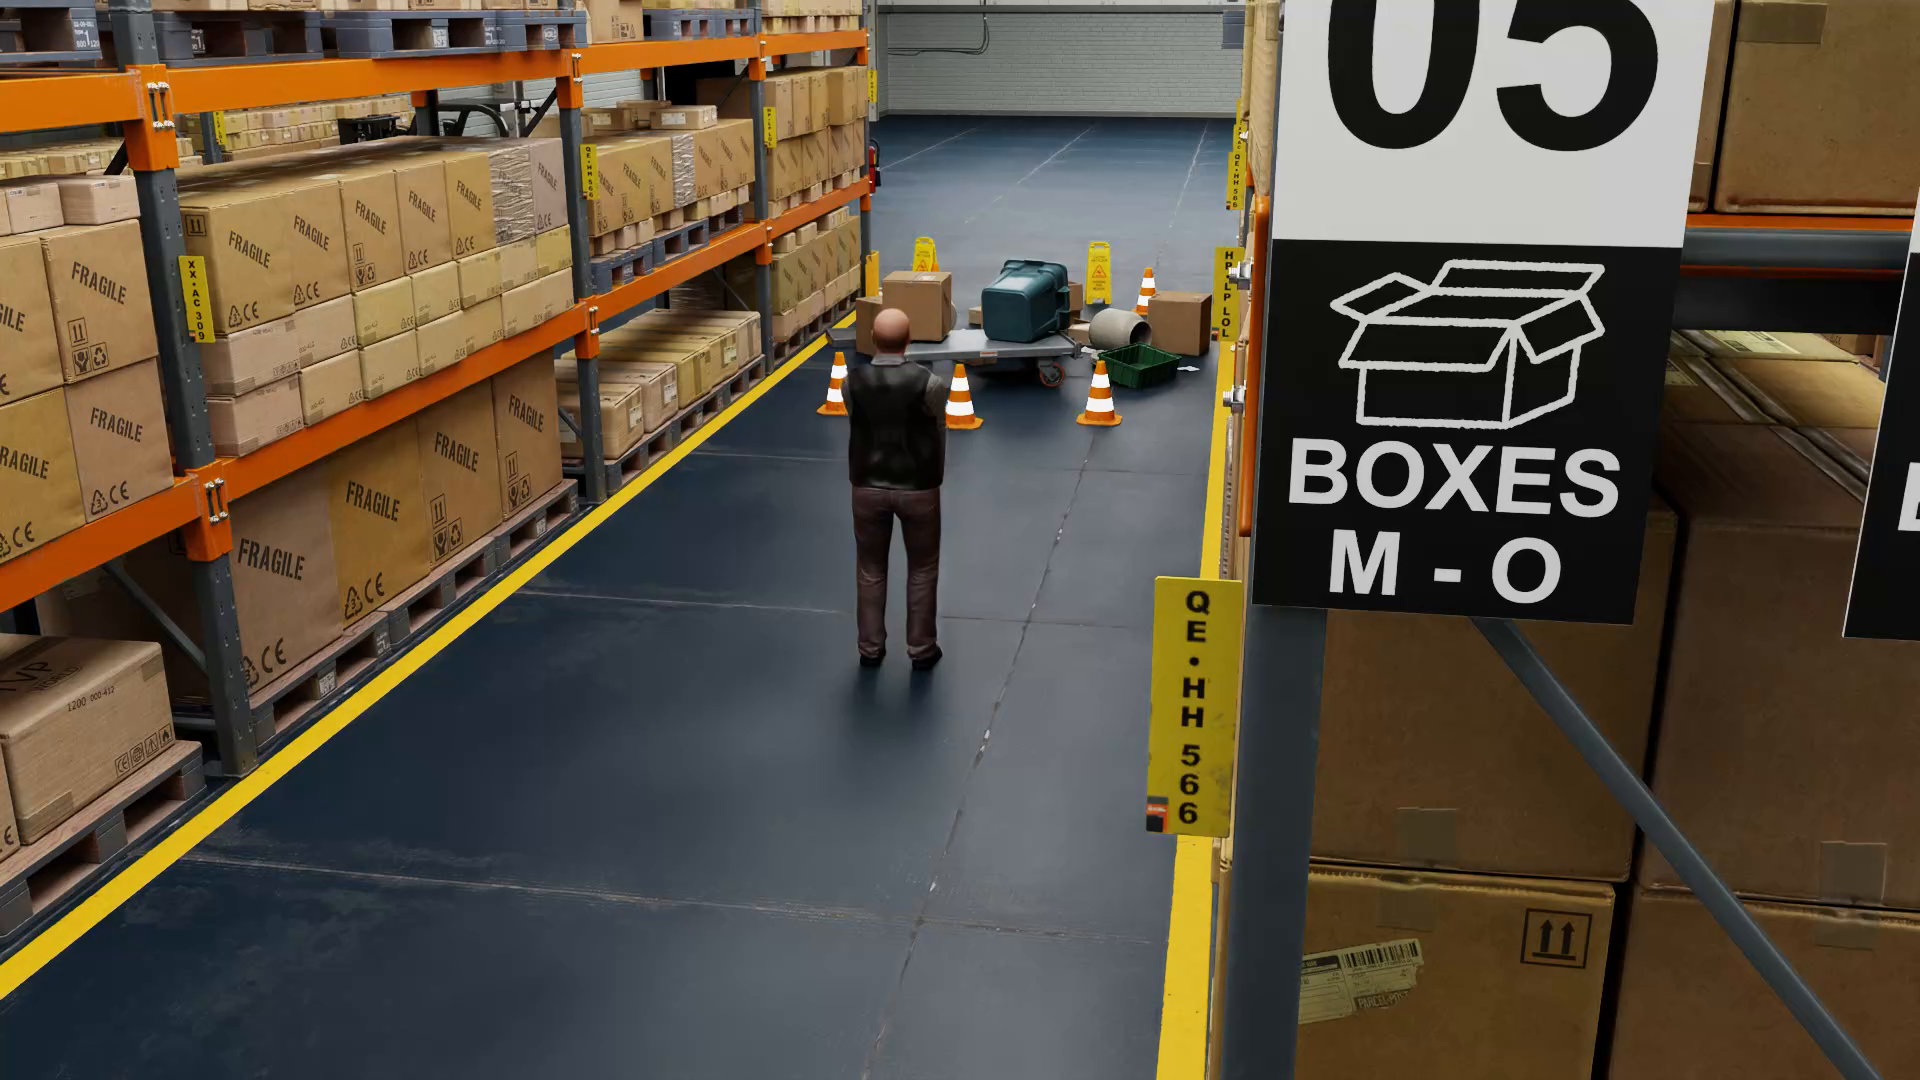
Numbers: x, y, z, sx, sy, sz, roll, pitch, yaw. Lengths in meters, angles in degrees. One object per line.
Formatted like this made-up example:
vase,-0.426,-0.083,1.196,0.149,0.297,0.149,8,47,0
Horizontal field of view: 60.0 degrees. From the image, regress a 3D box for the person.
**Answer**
person,-0.300,-0.256,7.905,0.494,1.720,0.563,3,18,8
